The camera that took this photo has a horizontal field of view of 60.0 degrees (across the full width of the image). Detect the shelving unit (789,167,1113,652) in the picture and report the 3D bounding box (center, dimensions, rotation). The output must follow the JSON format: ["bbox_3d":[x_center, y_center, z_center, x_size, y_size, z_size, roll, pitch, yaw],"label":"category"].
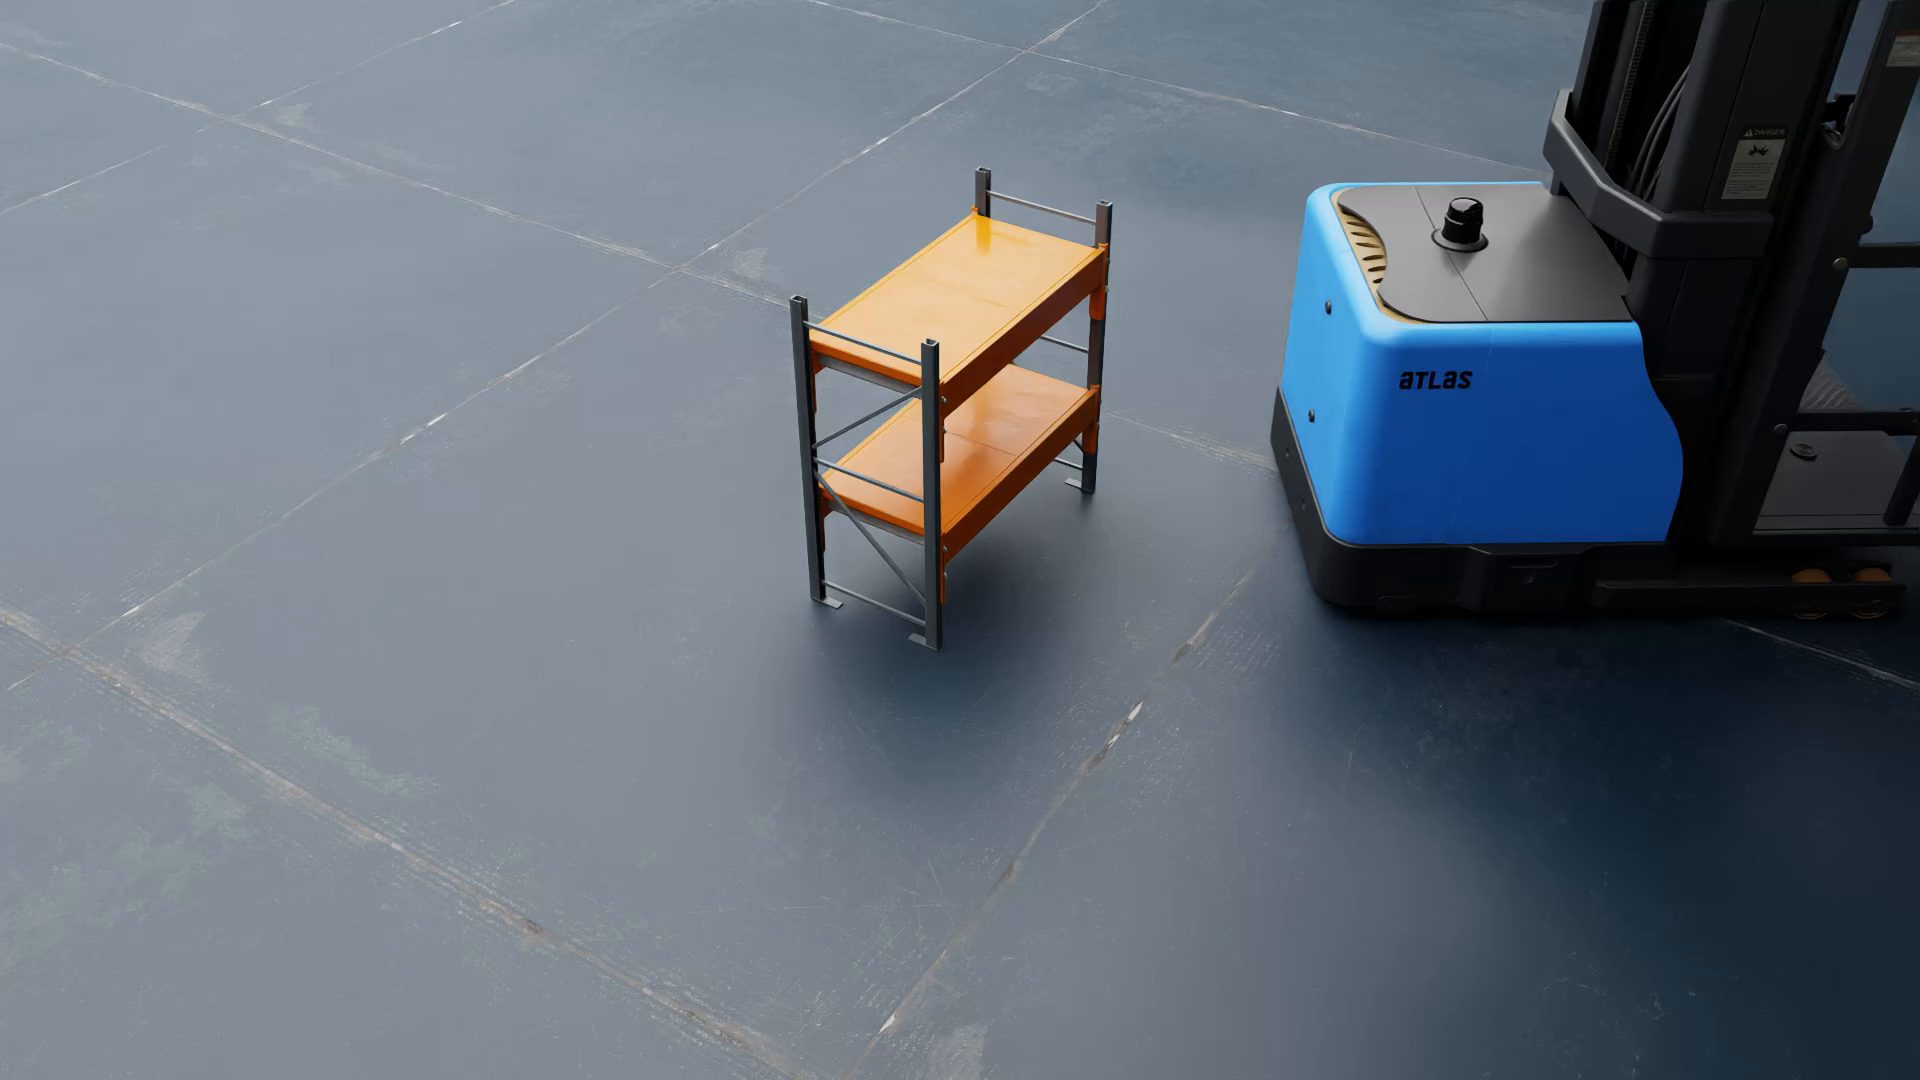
[{"bbox_3d":[-0.004,-0.442,5.402,0.538,1.125,1.048,21,42,25],"label":"shelving unit"}]

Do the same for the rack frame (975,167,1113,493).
[{"bbox_3d":[0.269,-0.704,5.742,0.500,1.125,0.032,21,42,25],"label":"rack frame"}]

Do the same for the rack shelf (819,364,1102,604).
[{"bbox_3d":[-0.004,-0.248,5.551,0.538,0.278,1.000,21,42,25],"label":"rack shelf"}]

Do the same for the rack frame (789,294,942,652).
[{"bbox_3d":[-0.276,-0.180,5.062,0.500,1.125,0.032,21,42,25],"label":"rack frame"}]

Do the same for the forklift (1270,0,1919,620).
[{"bbox_3d":[2.662,-1.228,4.942,3.031,2.935,1.130,-1,38,-1],"label":"forklift"}]

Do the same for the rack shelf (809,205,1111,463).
[{"bbox_3d":[-0.004,-0.674,5.223,0.538,0.278,1.000,21,42,25],"label":"rack shelf"}]
